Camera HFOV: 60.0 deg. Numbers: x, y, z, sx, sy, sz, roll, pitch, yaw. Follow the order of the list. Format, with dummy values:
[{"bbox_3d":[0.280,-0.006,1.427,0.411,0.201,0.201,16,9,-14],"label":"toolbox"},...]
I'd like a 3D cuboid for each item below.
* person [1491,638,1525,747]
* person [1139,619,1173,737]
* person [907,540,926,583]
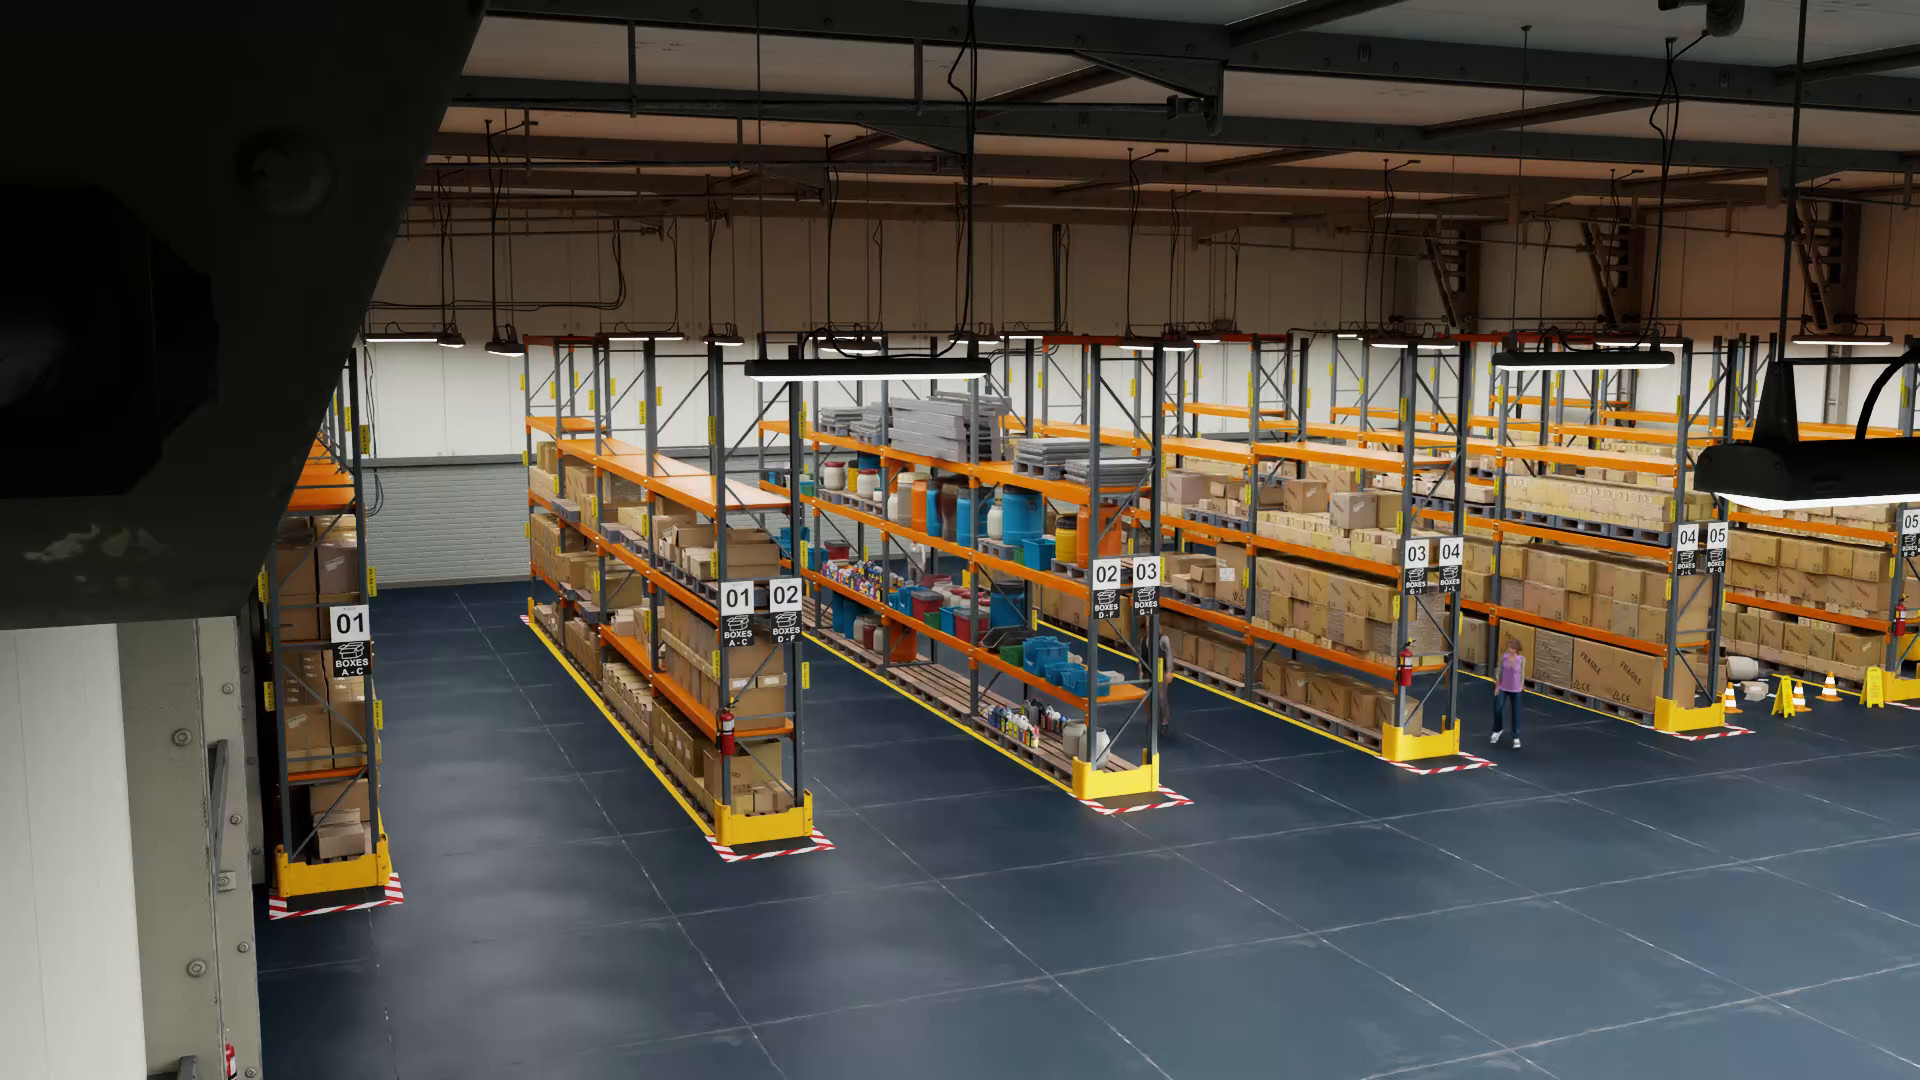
[{"bbox_3d":[8.154,2.251,24.732,0.446,1.609,0.402,3,8,21],"label":"person"},{"bbox_3d":[2.989,2.070,25.446,0.635,1.756,0.390,7,10,43],"label":"person"},{"bbox_3d":[-0.999,0.634,37.051,0.490,1.627,0.337,5,9,33],"label":"person"}]
